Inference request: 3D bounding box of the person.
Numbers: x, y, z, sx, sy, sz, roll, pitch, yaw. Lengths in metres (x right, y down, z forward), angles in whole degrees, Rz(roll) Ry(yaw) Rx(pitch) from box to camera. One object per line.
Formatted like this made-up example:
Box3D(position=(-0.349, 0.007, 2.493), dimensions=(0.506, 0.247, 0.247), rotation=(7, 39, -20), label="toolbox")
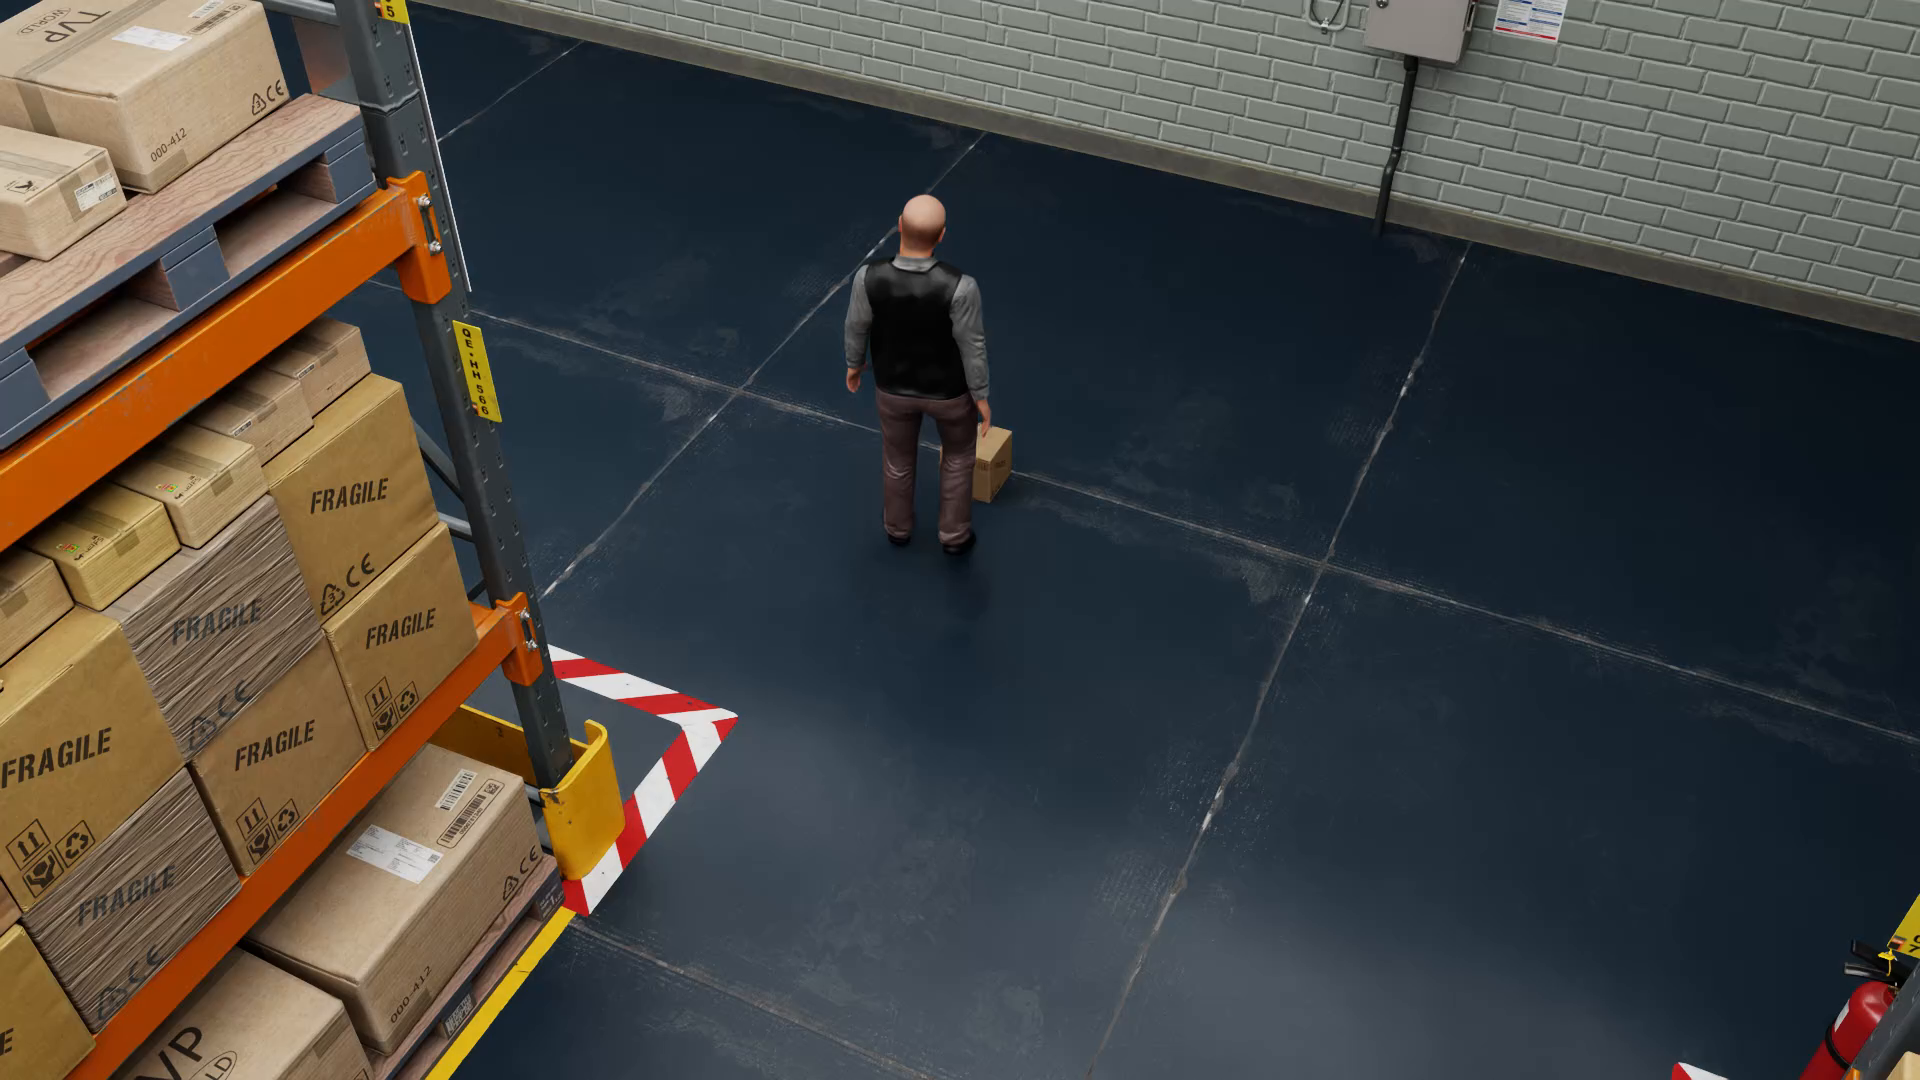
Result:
Box3D(position=(-0.165, -0.641, 6.899), dimensions=(0.645, 1.761, 0.401), rotation=(7, 42, 8), label="person")
